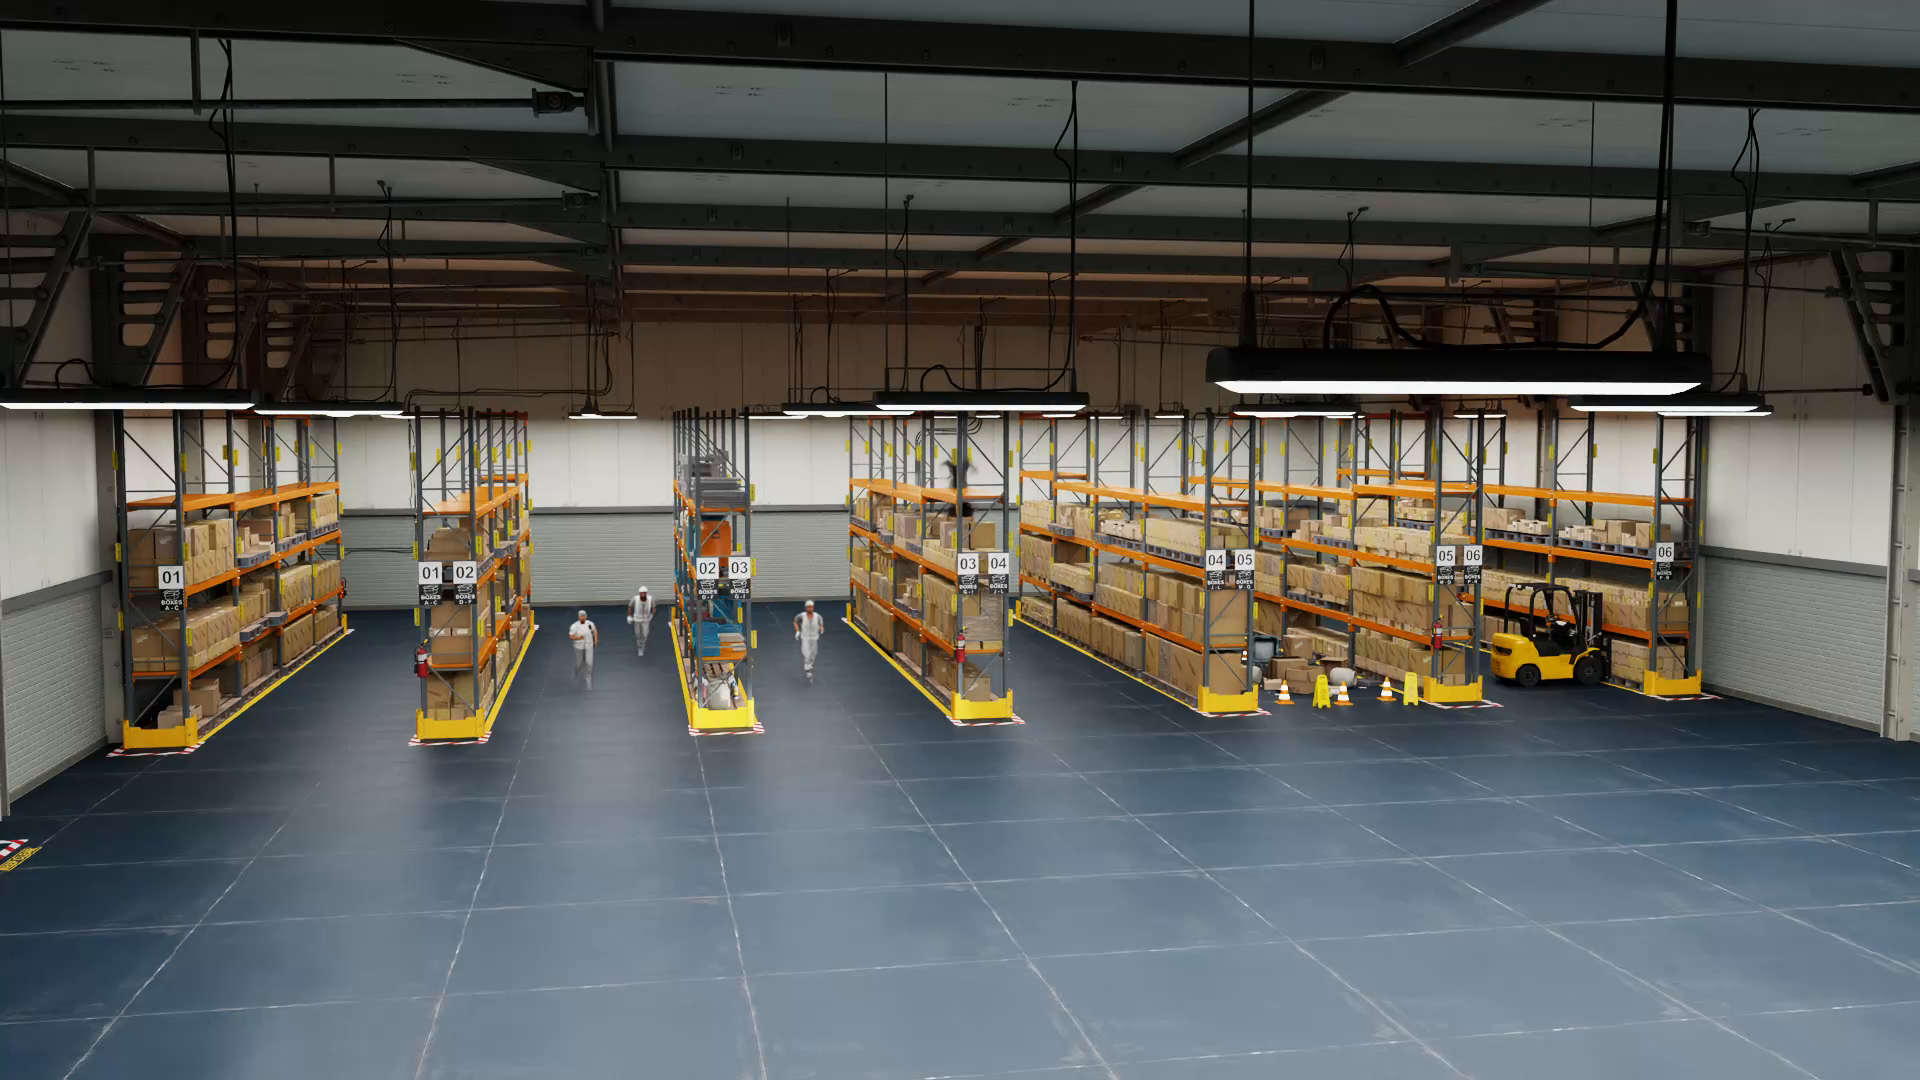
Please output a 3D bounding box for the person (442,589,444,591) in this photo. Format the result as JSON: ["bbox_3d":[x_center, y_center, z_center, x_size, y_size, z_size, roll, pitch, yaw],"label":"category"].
[{"bbox_3d":[-13.578,1.786,43.887,0.700,1.615,0.882,-2,5,-29],"label":"person"}]

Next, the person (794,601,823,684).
[{"bbox_3d":[-3.343,2.219,36.784,0.628,1.785,0.991,-1,4,-16],"label":"person"}]

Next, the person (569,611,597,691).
[{"bbox_3d":[-8.109,2.355,35.779,0.596,1.708,0.902,-1,4,-17],"label":"person"}]

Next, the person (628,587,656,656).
[{"bbox_3d":[-7.786,1.978,40.732,0.684,1.707,0.698,-1,4,-20],"label":"person"}]
